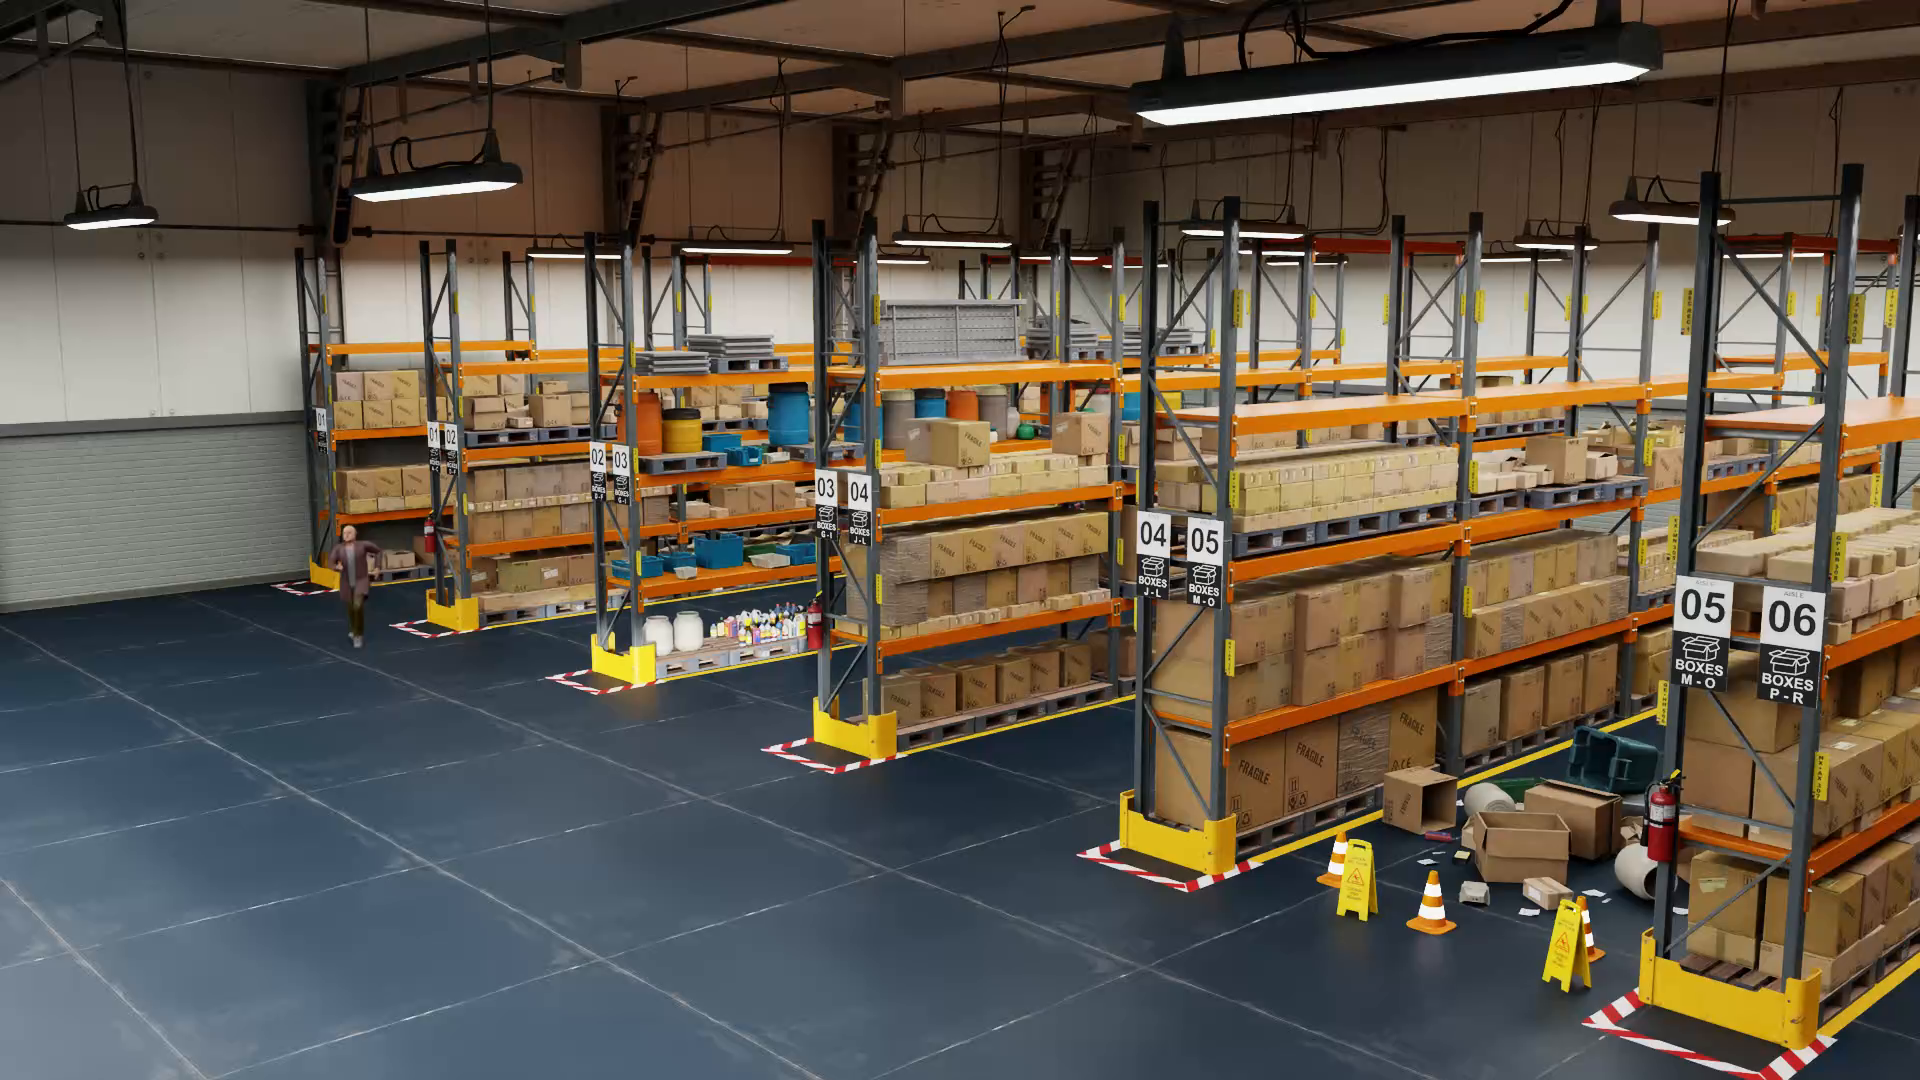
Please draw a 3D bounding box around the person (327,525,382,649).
[{"bbox_3d":[-8.971,0.680,24.713,0.730,1.829,0.974,-1,8,-4],"label":"person"}]
